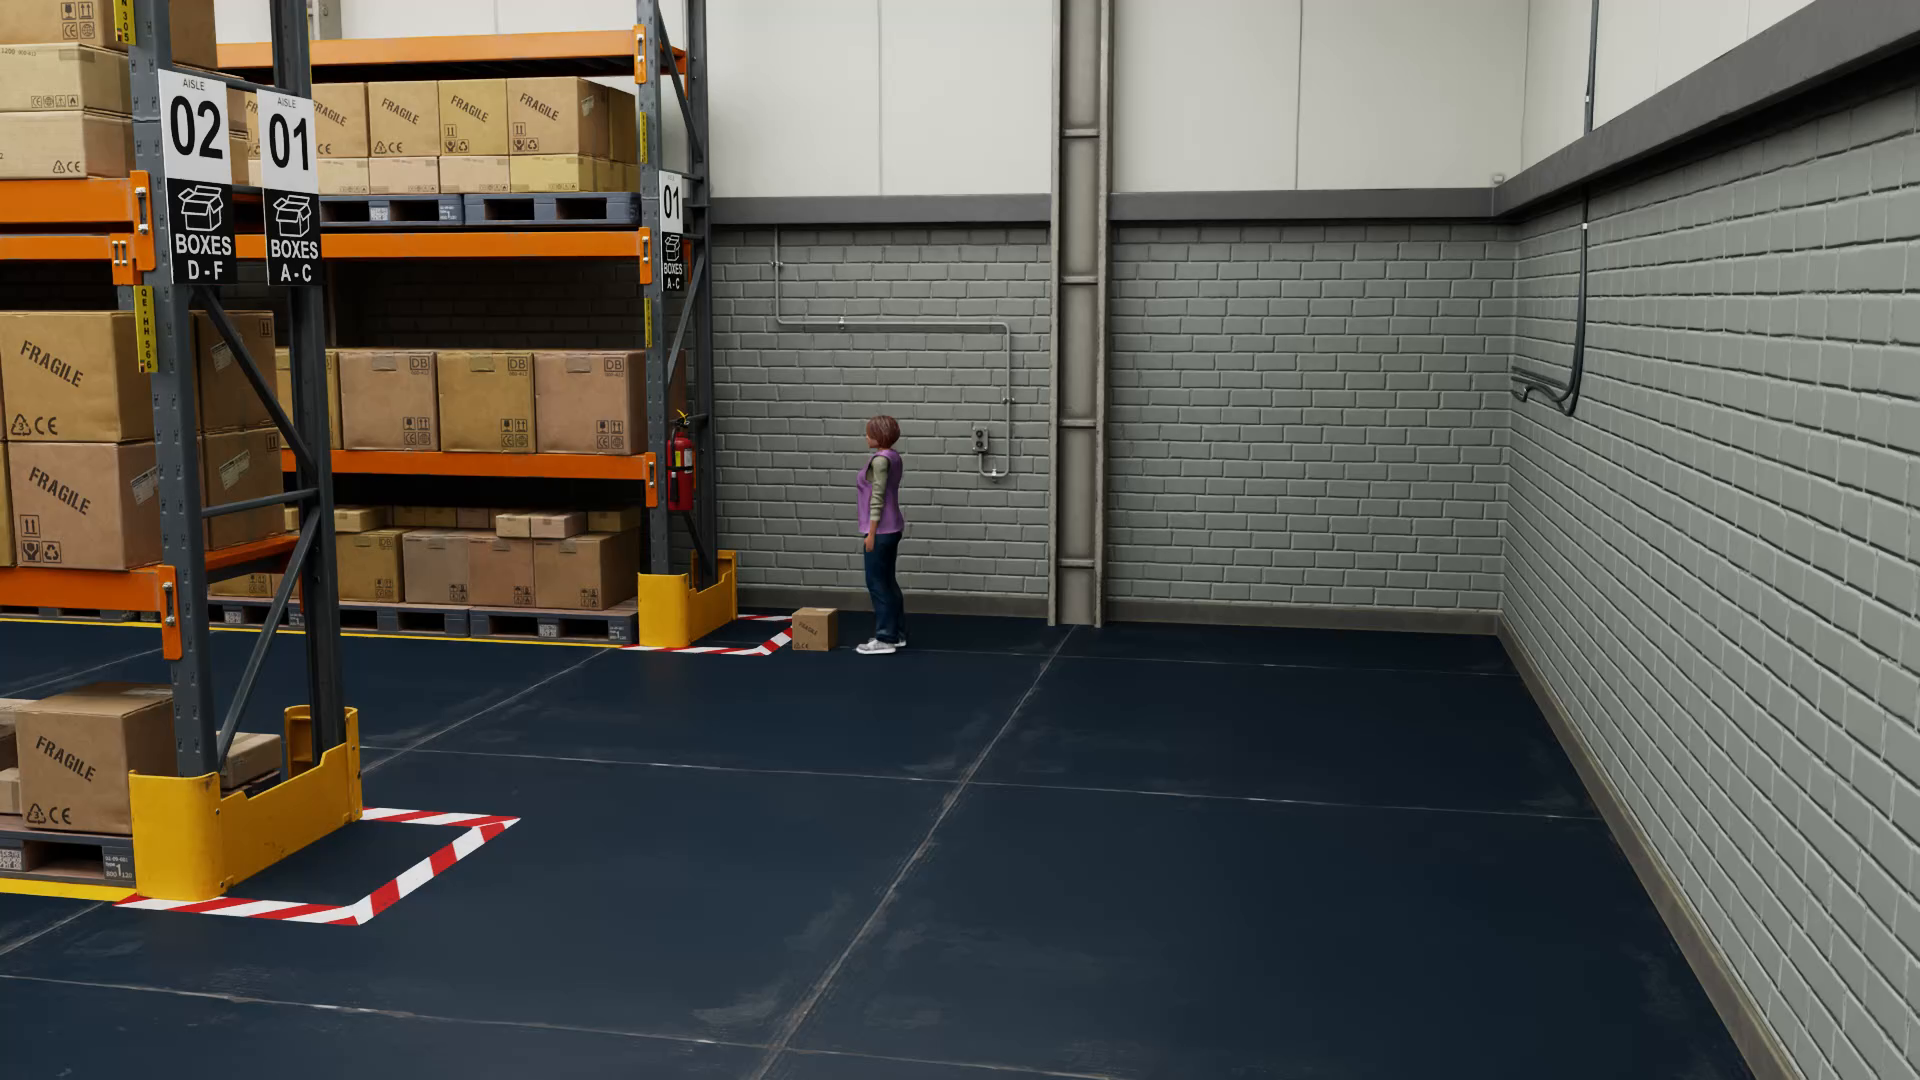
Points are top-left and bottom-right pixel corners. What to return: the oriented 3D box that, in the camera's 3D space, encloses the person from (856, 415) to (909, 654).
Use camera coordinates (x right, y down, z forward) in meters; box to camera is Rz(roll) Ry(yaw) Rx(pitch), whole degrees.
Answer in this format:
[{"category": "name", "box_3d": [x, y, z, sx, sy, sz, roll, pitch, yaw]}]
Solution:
[{"category": "person", "box_3d": [-0.525, -0.039, 11.131, 0.312, 1.599, 0.406, 2, 8, 13]}]
